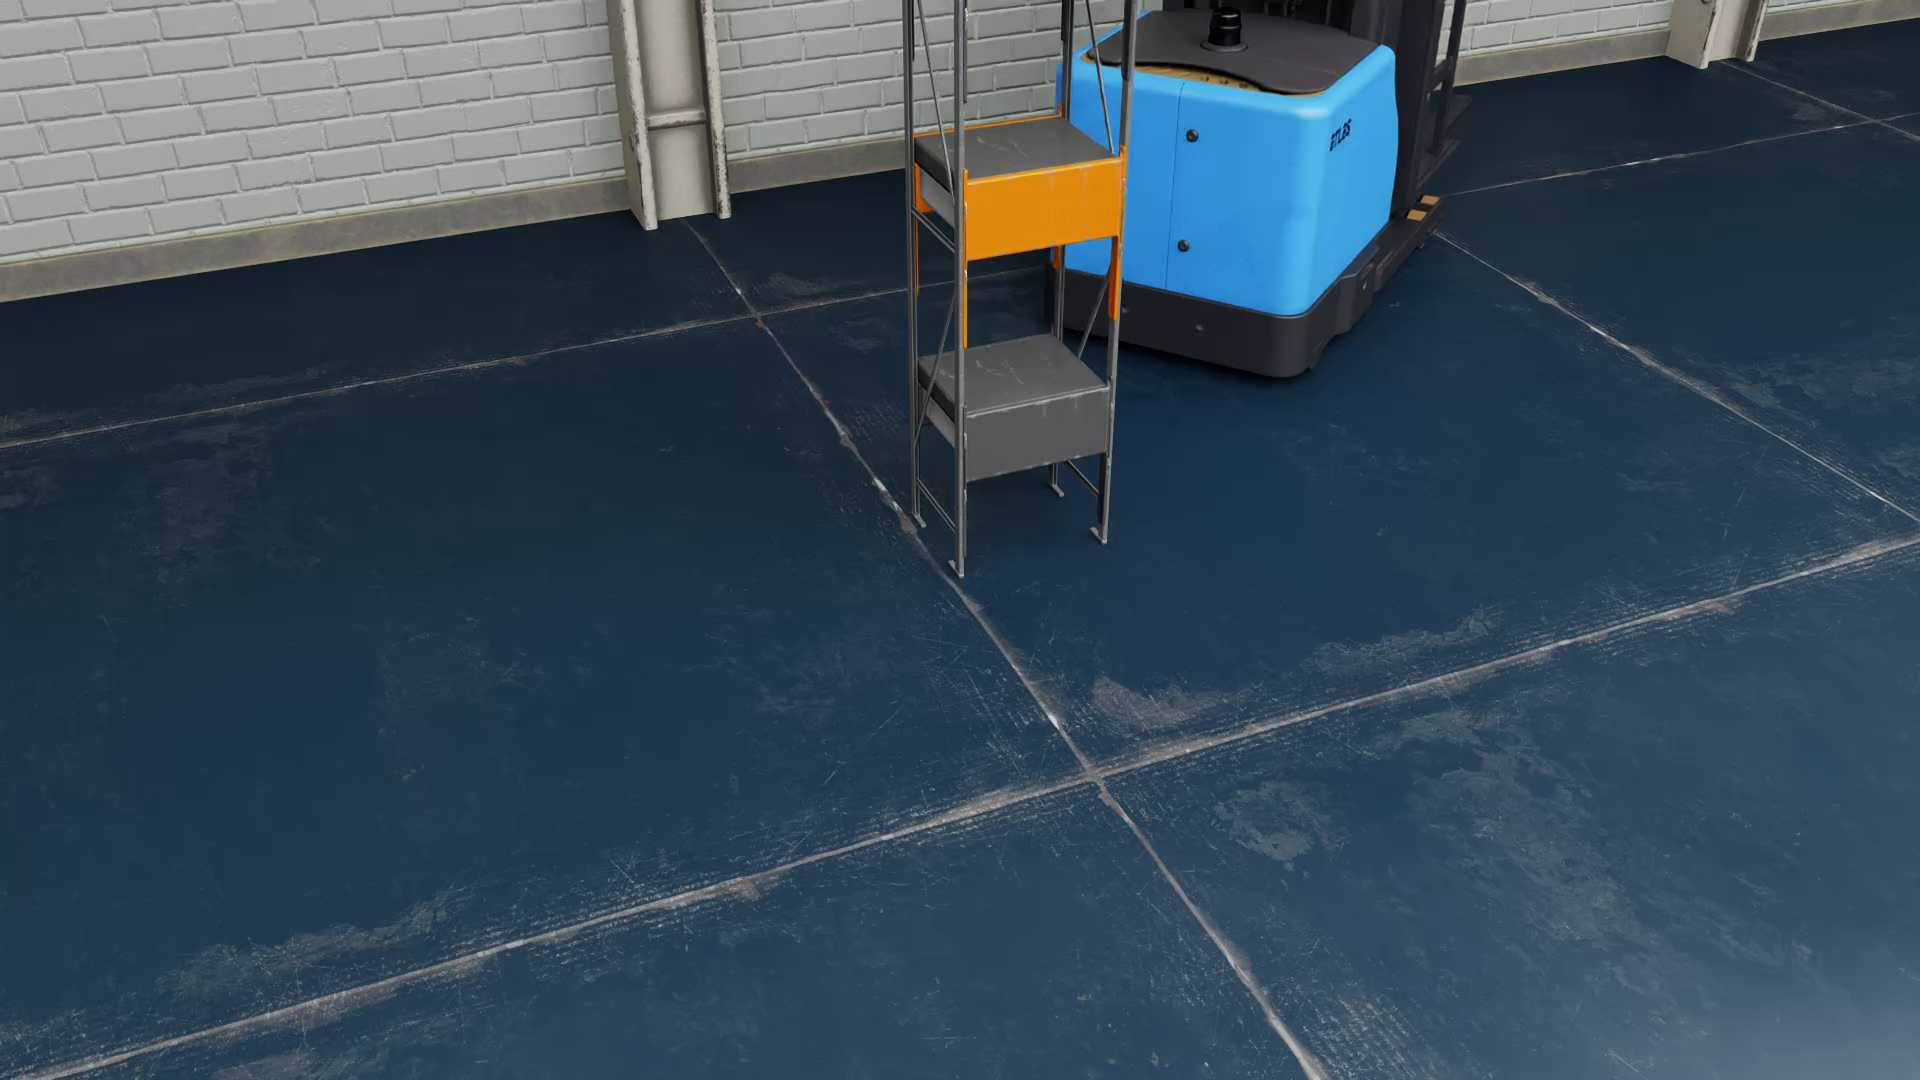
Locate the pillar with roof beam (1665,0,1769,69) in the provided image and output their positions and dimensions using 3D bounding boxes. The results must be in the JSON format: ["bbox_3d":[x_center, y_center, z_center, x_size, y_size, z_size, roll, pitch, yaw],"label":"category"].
[{"bbox_3d":[5.930,-4.363,3.705,0.400,9.000,9.100,-13,35,-19],"label":"pillar with roof beam"}]

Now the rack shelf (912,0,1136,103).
[{"bbox_3d":[0.153,-1.490,4.357,0.480,0.518,0.431,-13,35,-19],"label":"rack shelf"}]

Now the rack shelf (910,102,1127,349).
[{"bbox_3d":[0.153,-0.904,4.738,0.480,0.518,0.431,-13,35,-19],"label":"rack shelf"}]

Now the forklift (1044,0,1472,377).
[{"bbox_3d":[1.487,-2.595,6.551,1.130,2.935,3.031,17,37,24],"label":"forklift"}]

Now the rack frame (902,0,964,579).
[{"bbox_3d":[-0.072,-0.864,4.652,0.015,2.100,0.400,-13,35,-19],"label":"rack frame"}]

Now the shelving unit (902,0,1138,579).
[{"bbox_3d":[0.153,-0.915,4.731,0.503,2.100,0.431,-13,35,-19],"label":"shelving unit"}]

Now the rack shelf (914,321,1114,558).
[{"bbox_3d":[0.153,-0.317,5.120,0.480,0.518,0.431,-13,35,-19],"label":"rack shelf"}]

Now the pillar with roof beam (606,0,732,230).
[{"bbox_3d":[0.398,-3.096,1.758,0.400,9.000,9.100,-13,35,-19],"label":"pillar with roof beam"}]

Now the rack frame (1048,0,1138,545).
[{"bbox_3d":[0.378,-0.967,4.810,0.015,2.100,0.400,-13,35,-19],"label":"rack frame"}]
